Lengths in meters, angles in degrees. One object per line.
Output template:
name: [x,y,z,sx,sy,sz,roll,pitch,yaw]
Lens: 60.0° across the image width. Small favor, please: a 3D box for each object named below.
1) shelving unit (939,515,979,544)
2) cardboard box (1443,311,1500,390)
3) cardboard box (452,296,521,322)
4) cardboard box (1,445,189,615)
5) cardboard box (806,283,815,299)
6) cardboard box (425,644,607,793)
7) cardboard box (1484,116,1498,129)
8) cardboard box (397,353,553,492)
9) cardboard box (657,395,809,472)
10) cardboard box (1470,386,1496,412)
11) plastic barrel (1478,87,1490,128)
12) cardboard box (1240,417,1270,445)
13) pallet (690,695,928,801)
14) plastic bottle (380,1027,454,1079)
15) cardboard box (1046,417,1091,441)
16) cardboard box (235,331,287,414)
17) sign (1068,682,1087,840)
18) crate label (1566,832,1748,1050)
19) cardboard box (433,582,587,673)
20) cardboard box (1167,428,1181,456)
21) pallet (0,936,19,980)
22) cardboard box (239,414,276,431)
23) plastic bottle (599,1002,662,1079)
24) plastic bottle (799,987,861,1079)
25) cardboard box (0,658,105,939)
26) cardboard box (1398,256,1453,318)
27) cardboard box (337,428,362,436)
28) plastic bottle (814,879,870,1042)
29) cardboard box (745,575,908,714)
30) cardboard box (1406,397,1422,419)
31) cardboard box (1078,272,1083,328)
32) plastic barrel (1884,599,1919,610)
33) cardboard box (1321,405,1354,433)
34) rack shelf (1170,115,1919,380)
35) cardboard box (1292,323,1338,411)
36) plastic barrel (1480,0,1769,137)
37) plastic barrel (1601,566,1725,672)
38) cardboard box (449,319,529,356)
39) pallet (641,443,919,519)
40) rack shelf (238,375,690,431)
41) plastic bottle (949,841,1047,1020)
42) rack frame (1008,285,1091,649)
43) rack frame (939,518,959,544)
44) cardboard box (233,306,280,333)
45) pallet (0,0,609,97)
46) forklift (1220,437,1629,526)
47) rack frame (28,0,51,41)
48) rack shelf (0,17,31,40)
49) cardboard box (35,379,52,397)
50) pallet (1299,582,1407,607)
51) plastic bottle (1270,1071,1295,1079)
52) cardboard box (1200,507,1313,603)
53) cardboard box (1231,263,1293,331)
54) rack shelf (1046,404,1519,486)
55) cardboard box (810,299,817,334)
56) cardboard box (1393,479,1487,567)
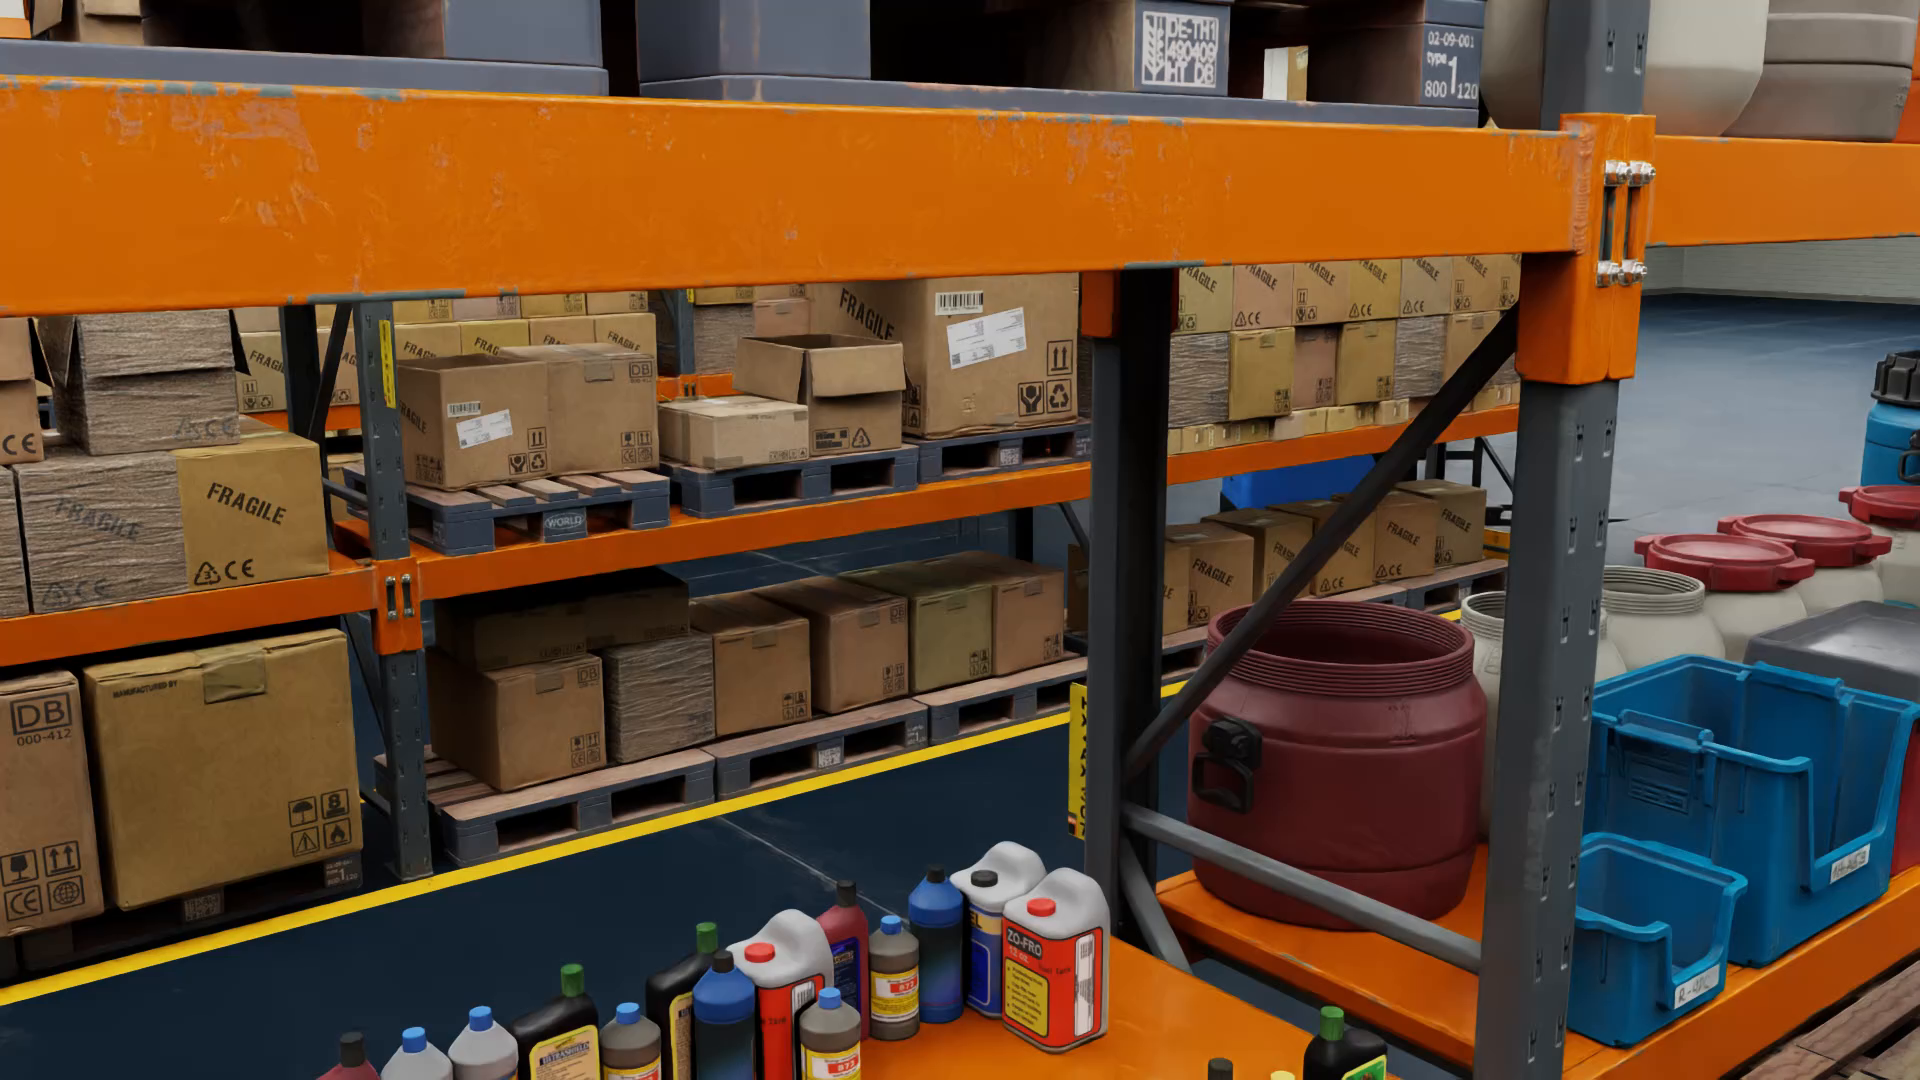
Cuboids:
shelving unit: [-0.006,-0.439,13.030,0.210,0.900,0.258,-9,15,-38]
cardboard box: [2.996,-1.261,10.889,0.500,0.500,0.875,-9,15,-38]
cardboard box: [-3.564,-1.856,12.002,0.500,0.500,0.700,-9,15,-37]
cardboard box: [-3.112,-0.061,5.953,0.500,0.500,0.500,-10,15,-38]
cardboard box: [-1.211,-2.298,13.770,0.550,0.550,0.875,-9,15,-38]
cardboard box: [-1.978,0.738,7.393,0.500,0.500,0.700,-10,16,-41]
cardboard box: [3.134,-2.616,10.405,0.250,0.149,0.380,-9,15,-37]
cardboard box: [-2.092,-0.511,7.061,0.500,0.500,0.500,11,16,43]
cardboard box: [-1.036,-0.492,7.574,0.500,0.250,0.500,-10,16,-39]
cardboard box: [3.306,-0.951,10.993,0.250,0.149,0.380,-9,15,-38]
plastic barrel: [0.767,-0.808,2.865,0.294,0.245,0.294,0,12,0]
cardboard box: [1.561,-0.656,9.603,0.250,0.149,0.380,-9,15,-38]
pallet: [-0.925,0.926,8.261,1.213,0.211,1.003,-9,15,-38]
plastic bottle: [-0.763,0.821,2.352,0.097,0.271,0.097,0,12,0]
cardboard box: [0.619,-0.652,9.580,0.250,0.149,0.380,-9,15,-38]
cardboard box: [-4.594,-1.127,10.975,0.500,0.500,0.500,-10,15,-38]
sign: [0.256,0.455,3.370,0.005,0.325,0.100,-9,15,-38]
crate label: [1.169,0.712,2.959,0.416,0.233,0.303,-9,15,-38]
cardboard box: [-1.984,0.369,7.322,0.500,0.250,0.500,-9,15,-35]
cardboard box: [0.991,-0.555,9.126,0.250,0.149,0.380,-9,15,-38]
pallet: [-4.103,1.432,5.878,1.213,0.211,1.003,-9,15,-38]
cardboard box: [-3.038,-0.210,6.654,0.500,0.500,0.500,-9,15,-36]
plastic bottle: [-0.507,0.812,2.560,0.097,0.201,0.097,0,12,0]
plastic bottle: [-0.203,0.802,2.607,0.097,0.201,0.097,0,12,0]
cardboard box: [-3.741,0.855,5.986,0.875,0.875,1.225,-9,15,-37]
cardboard box: [2.704,-1.660,10.359,0.500,0.500,0.500,-9,15,-38]
cardboard box: [-5.964,-1.158,16.675,0.625,0.372,0.950,-9,15,-37]
plastic bottle: [-0.219,0.720,2.799,0.133,0.283,0.061,-9,15,-38]
cardboard box: [-0.679,0.516,8.434,0.500,0.500,0.700,-11,16,-42]
cardboard box: [2.699,-0.860,10.561,0.250,0.149,0.380,-9,15,-38]
cardboard box: [0.814,-1.485,9.538,0.500,0.500,0.500,-9,15,-38]
plastic barrel: [2.600,0.319,4.738,0.301,0.262,0.301,0,12,0]
cardboard box: [2.154,-0.752,10.053,0.250,0.149,0.380,-9,15,-38]
rack shelf: [2.167,-0.751,3.956,4.000,0.370,1.077,-9,15,-38]
cardboard box: [1.765,-1.082,10.046,0.500,0.500,0.875,-9,15,-38]
plastic barrel: [1.040,-0.889,2.603,0.421,0.512,0.421,0,12,0]
plastic barrel: [1.604,0.346,4.008,0.421,0.512,0.421,0,12,0]
cardboard box: [-3.414,-1.323,11.898,0.500,0.500,0.500,-9,15,-37]
pallet: [-0.968,-0.349,8.015,1.213,0.211,1.003,-9,15,-38]
rack shelf: [-3.946,-0.905,11.901,4.000,0.370,1.077,-9,15,-38]
plastic bottle: [0.066,0.688,2.966,0.135,0.276,0.152,-9,15,-38]
rack frame: [0.635,-0.699,9.198,0.127,3.000,1.000,-9,15,-38]
rack frame: [-0.086,-0.426,12.968,0.006,0.900,0.240,-9,15,-38]
cardboard box: [-4.757,-1.658,11.067,0.500,0.500,0.700,-10,15,-38]
pallet: [-1.083,-0.498,1.483,1.213,0.211,1.003,-9,15,-38]
forklift: [3.630,-1.439,12.848,3.031,2.935,1.130,0,12,0]
rack frame: [-5.508,-3.932,9.981,0.127,3.000,1.000,-9,15,-38]
rack shelf: [-7.118,-4.434,15.039,4.000,0.370,1.077,-9,15,-38]
cardboard box: [-5.606,-0.941,9.934,0.250,0.149,0.380,-9,15,-37]
pallet: [2.091,0.413,10.675,1.213,0.211,1.003,-9,15,-38]
plastic bottle: [0.455,0.854,2.362,0.097,0.201,0.097,0,12,0]
cardboard box: [1.850,0.104,10.423,0.500,0.500,0.500,-11,16,-43]
cardboard box: [1.535,-1.465,9.441,0.500,0.500,0.500,-9,15,-38]
rack shelf: [2.197,-0.606,10.495,4.000,0.370,1.077,-9,15,-38]
cardboard box: [-1.194,-1.766,13.861,0.550,0.550,0.875,-9,15,-38]
cardboard box: [3.260,-0.122,11.490,0.500,0.500,0.500,-6,14,-27]
